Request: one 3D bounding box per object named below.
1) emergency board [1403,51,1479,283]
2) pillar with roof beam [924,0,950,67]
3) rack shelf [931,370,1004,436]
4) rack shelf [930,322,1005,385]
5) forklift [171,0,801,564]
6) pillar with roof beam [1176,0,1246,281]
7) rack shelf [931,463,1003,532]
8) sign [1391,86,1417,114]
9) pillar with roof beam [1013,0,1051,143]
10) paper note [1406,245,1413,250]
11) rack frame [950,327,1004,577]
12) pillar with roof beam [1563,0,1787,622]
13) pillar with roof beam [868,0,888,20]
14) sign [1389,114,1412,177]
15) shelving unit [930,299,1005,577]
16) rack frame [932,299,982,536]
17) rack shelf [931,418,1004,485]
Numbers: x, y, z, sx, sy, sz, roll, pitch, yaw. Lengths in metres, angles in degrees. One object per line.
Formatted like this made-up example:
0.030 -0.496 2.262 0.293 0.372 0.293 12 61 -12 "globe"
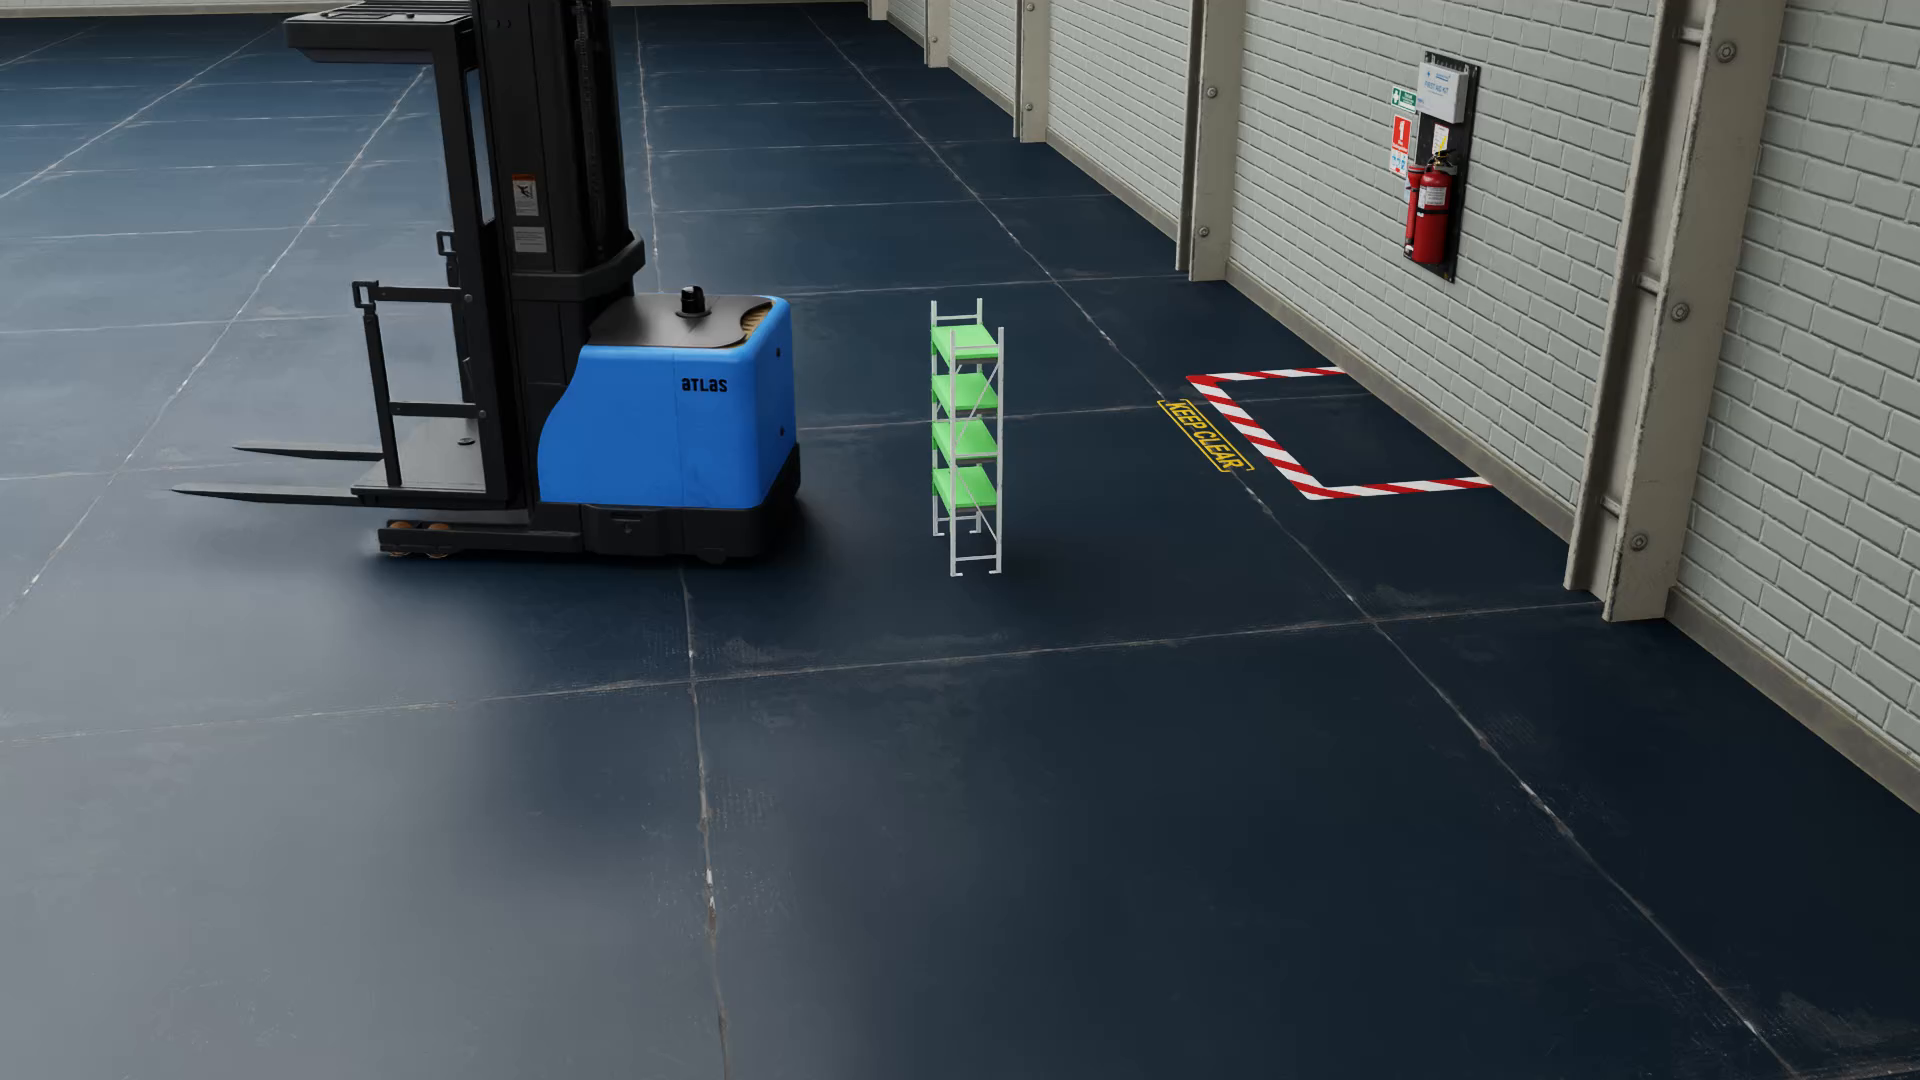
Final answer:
2.584 -2.073 9.249 0.194 1.169 0.643 -4 24 -10 "emergency board"
-4.556 -10.609 21.297 9.100 9.000 0.400 -4 24 -10 "pillar with roof beam"
0.031 -0.646 7.790 0.258 0.148 0.480 -4 24 -10 "rack shelf"
0.031 -0.866 7.694 0.258 0.148 0.480 -4 24 -10 "rack shelf"
-2.388 -1.461 7.933 3.031 2.935 1.130 2 24 5 "forklift"
-2.337 -5.889 10.490 9.100 9.000 0.400 -4 24 -10 "pillar with roof beam"
0.031 -0.206 7.982 0.258 0.148 0.480 -4 24 -10 "rack shelf"
2.575 -2.555 9.645 0.001 0.109 0.331 -4 24 -10 "sign"
-3.446 -8.249 15.894 9.100 9.000 0.400 -4 24 -10 "pillar with roof beam"
2.619 -1.744 9.596 0.016 0.148 0.142 -4 24 -10 "paper note"
0.076 -0.389 7.641 0.240 1.200 0.015 -4 24 -10 "rack frame"
-1.227 -3.529 5.086 9.100 9.000 0.400 -4 24 -10 "pillar with roof beam"
-5.665 -12.969 26.701 9.100 9.000 0.400 -4 24 -10 "pillar with roof beam"
2.583 -2.314 9.757 0.001 0.329 0.234 -4 24 -10 "sign"
0.031 -0.485 7.861 0.258 1.200 0.503 -4 24 -10 "shelving unit"
-0.015 -0.581 8.081 0.240 1.200 0.015 -4 24 -10 "rack frame"
0.031 -0.426 7.886 0.258 0.148 0.480 -4 24 -10 "rack shelf"
